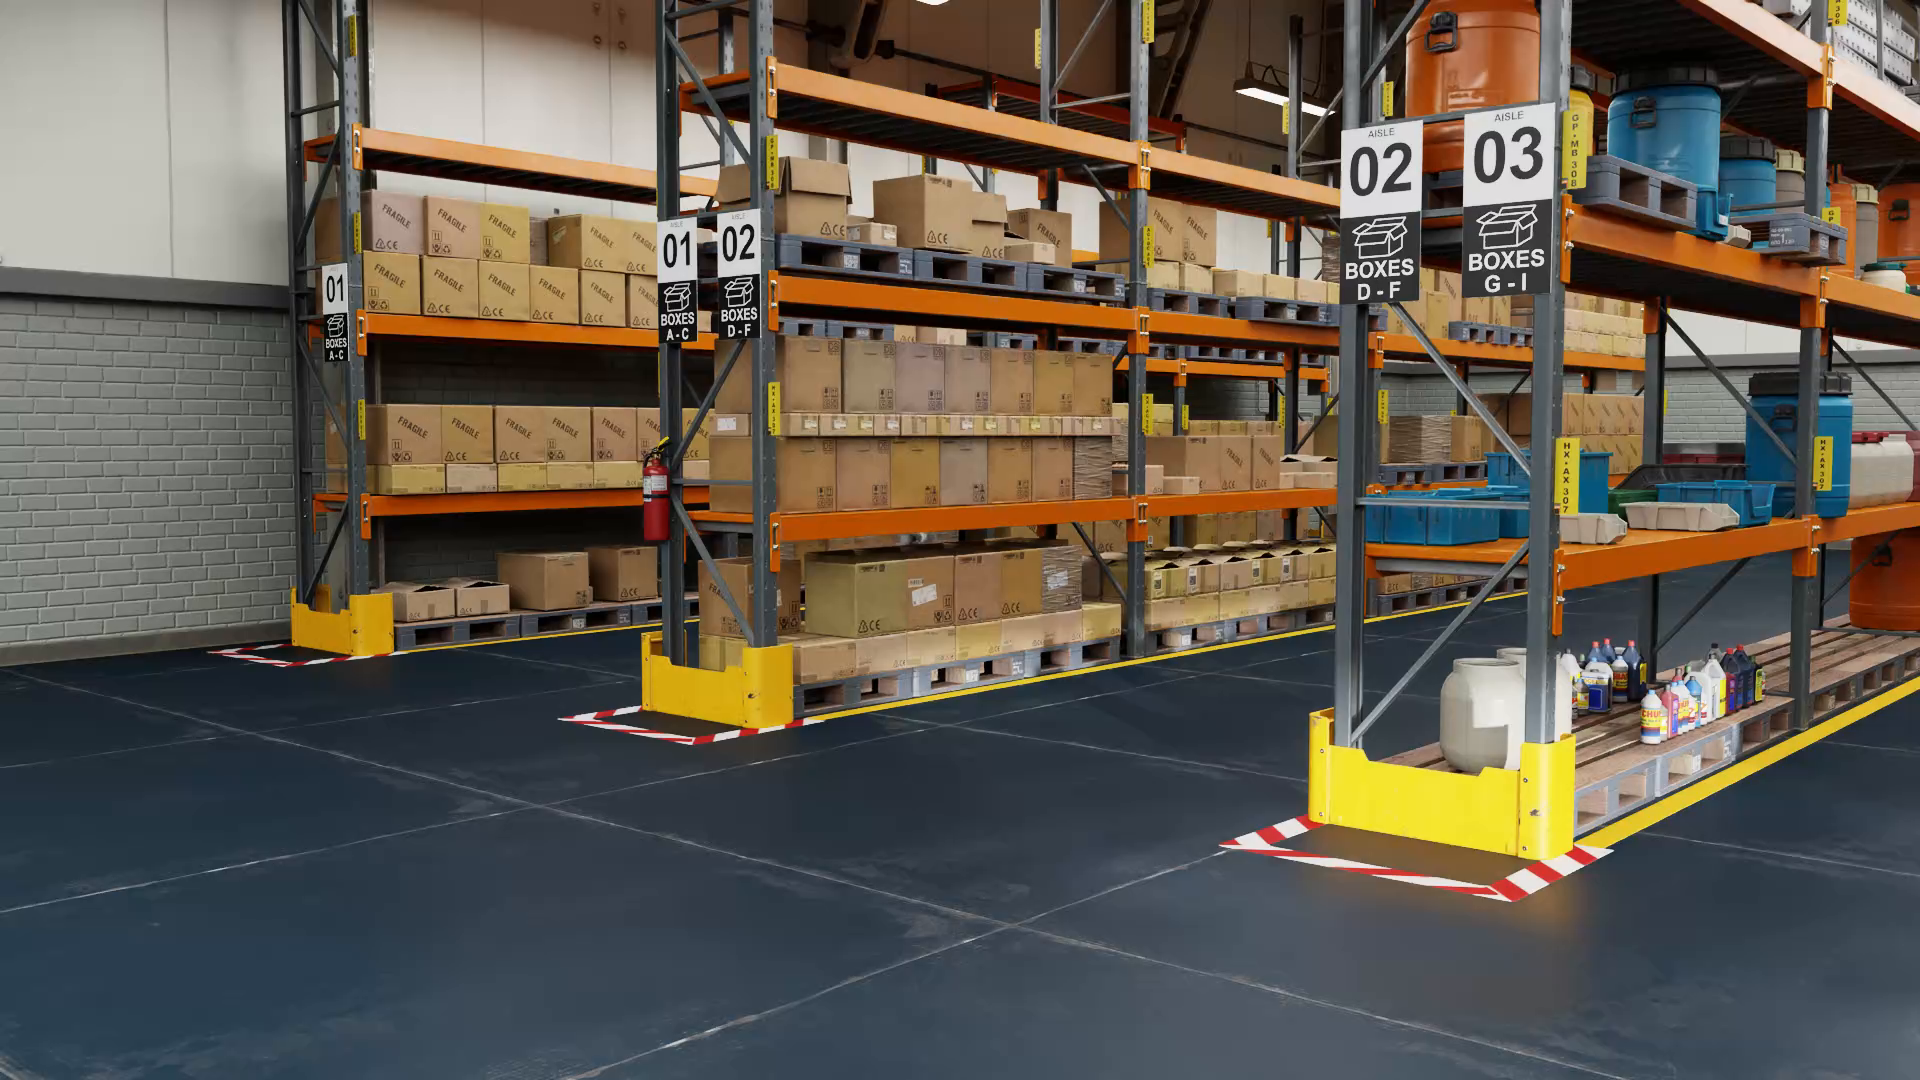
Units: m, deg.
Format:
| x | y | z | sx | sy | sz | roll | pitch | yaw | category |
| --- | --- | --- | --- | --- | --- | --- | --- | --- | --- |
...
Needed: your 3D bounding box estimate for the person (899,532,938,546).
| x | y | z | sx | sy | sz | roll | pitch | yaw | category |
| --- | --- | --- | --- | --- | --- | --- | --- | --- | --- |
| -0.410 | -0.138 | 17.338 | 0.509 | 1.619 | 0.948 | 3 | 5 | 43 | person |
